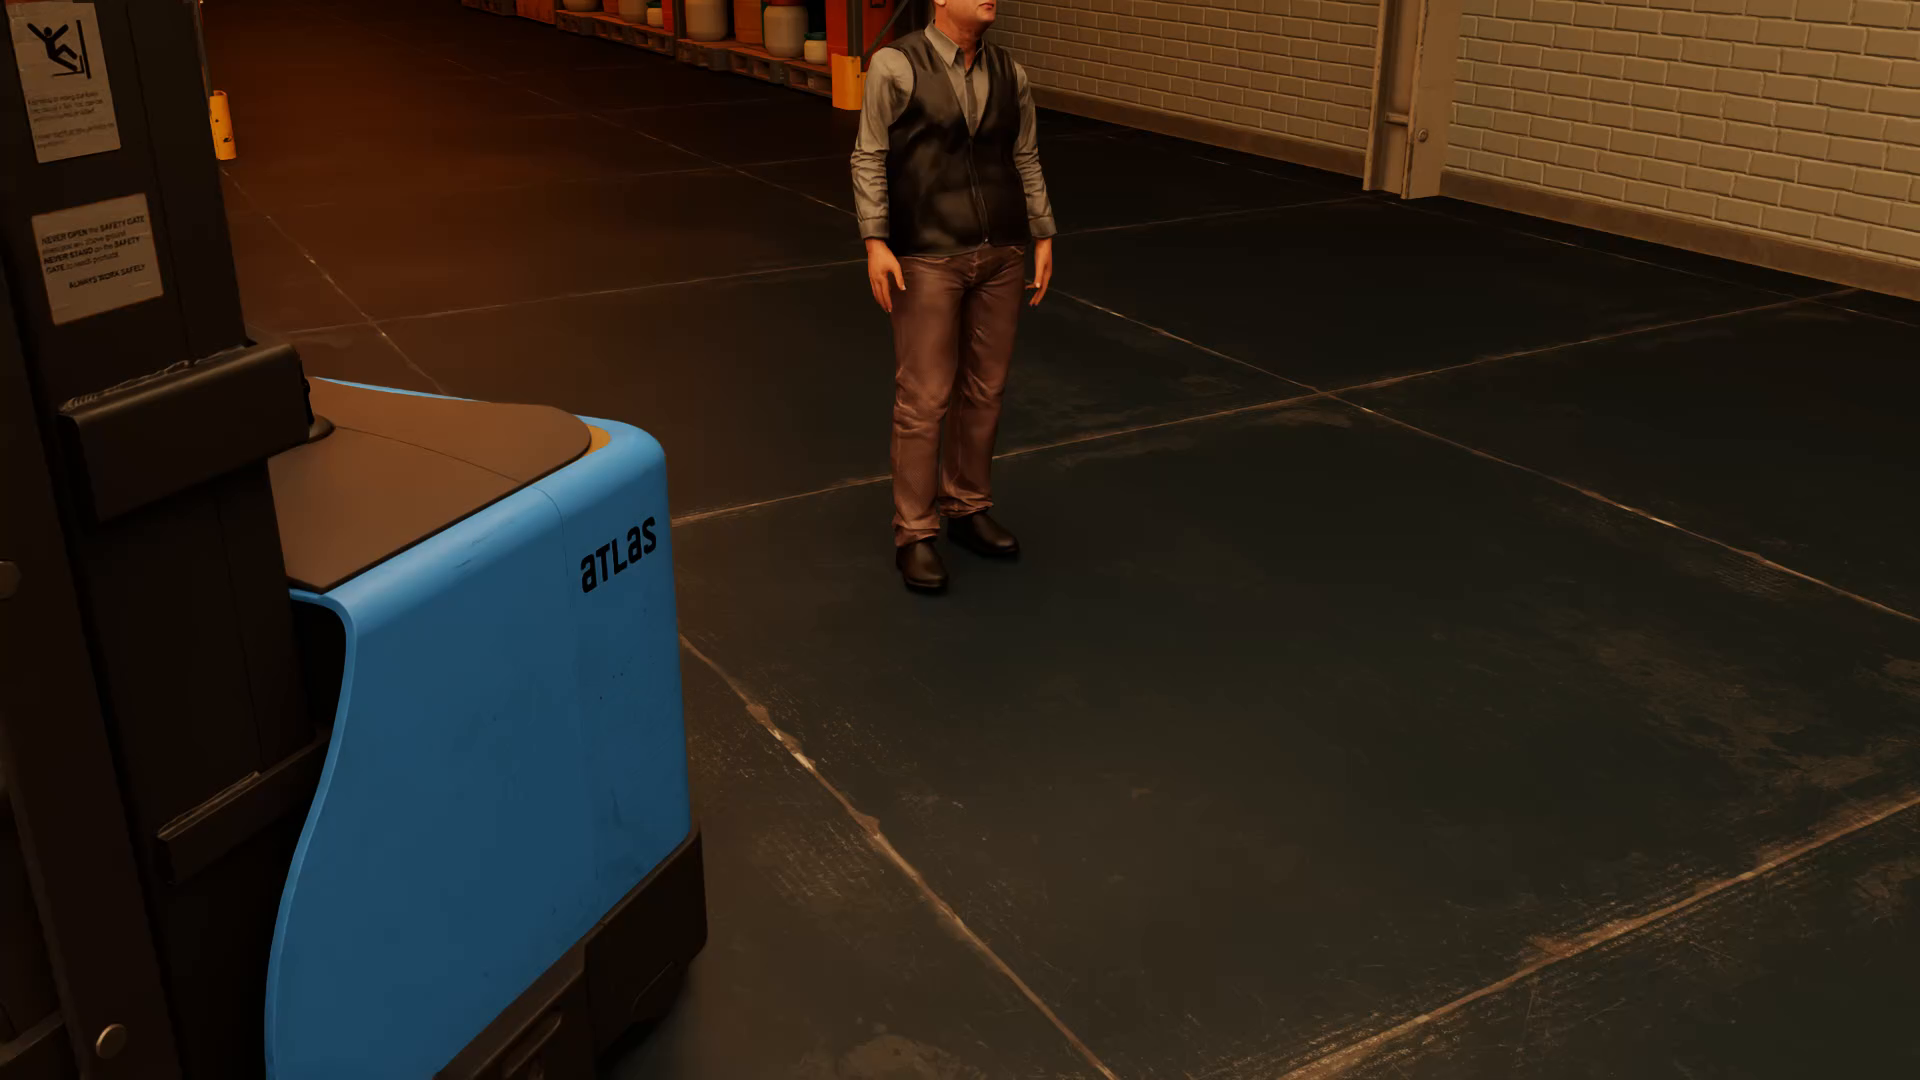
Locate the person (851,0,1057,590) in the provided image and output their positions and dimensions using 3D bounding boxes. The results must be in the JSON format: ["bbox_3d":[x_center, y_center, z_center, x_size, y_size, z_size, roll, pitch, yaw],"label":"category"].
[{"bbox_3d":[0.024,-0.781,4.752,0.632,1.720,0.568,-12,25,-28],"label":"person"}]

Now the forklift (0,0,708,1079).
[{"bbox_3d":[-1.518,-0.112,1.545,1.130,2.935,3.031,9,24,21],"label":"forklift"}]
